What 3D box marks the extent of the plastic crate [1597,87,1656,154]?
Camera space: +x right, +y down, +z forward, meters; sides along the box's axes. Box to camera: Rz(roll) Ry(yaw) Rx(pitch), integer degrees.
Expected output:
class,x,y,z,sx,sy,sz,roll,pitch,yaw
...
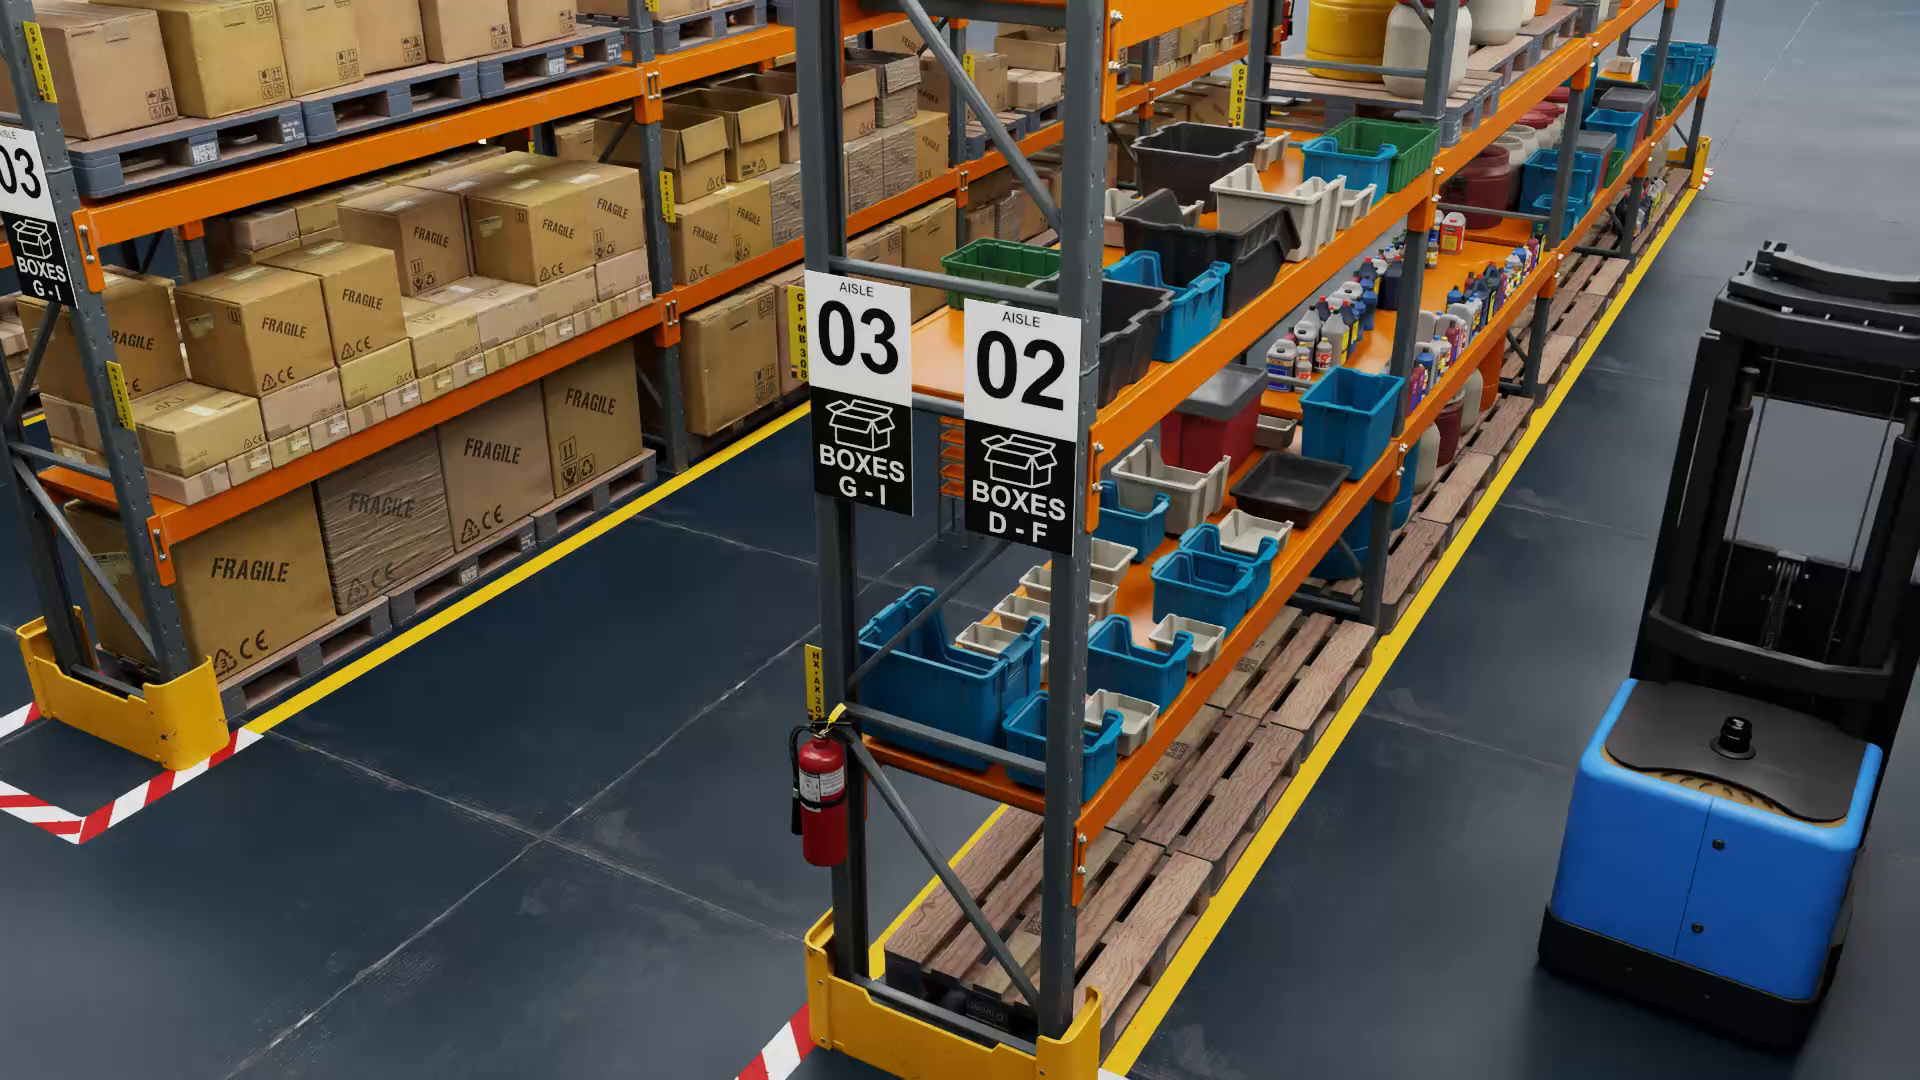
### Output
class,x,y,z,sx,sy,sz,roll,pitch,yaw
plastic crate,5.894,-3.723,14.766,0.402,0.464,0.583,14,30,26

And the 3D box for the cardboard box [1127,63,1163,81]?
class,x,y,z,sx,sy,sz,roll,pitch,yaw
cardboard box,1.921,-4.947,17.562,0.380,0.149,0.250,14,30,26

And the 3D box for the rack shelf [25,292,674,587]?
class,x,y,z,sx,sy,sz,roll,pitch,yaw
rack shelf,-3.366,-0.823,9.846,1.077,0.370,4.000,14,30,26

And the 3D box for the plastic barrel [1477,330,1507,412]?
class,x,y,z,sx,sy,sz,roll,pitch,yaw
plastic barrel,3.672,-1.415,12.181,0.600,0.830,0.708,14,30,26

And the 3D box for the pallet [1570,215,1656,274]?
class,x,y,z,sx,sy,sz,roll,pitch,yaw
pallet,6.232,-2.956,16.420,1.003,0.211,1.213,14,30,26

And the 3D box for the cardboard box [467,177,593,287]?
class,x,y,z,sx,sy,sz,roll,pitch,yaw
cardboard box,-2.625,-1.893,10.177,0.500,0.500,0.500,15,30,27

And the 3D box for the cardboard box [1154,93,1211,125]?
class,x,y,z,sx,sy,sz,roll,pitch,yaw
cardboard box,2.611,-4.950,19.612,0.500,0.500,0.500,17,31,31

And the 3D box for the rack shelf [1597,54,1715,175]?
class,x,y,z,sx,sy,sz,roll,pitch,yaw
rack shelf,6.850,-4.409,17.010,1.077,0.370,4.000,14,30,26

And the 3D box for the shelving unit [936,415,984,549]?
class,x,y,z,sx,sy,sz,roll,pitch,yaw
shelving unit,0.007,-0.542,10.493,0.258,1.200,0.189,14,30,26

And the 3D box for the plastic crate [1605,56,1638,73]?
class,x,y,z,sx,sy,sz,roll,pitch,yaw
plastic crate,7.113,-5.114,17.910,0.298,0.136,0.250,14,30,26

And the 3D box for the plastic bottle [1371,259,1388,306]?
class,x,y,z,sx,sy,sz,roll,pitch,yaw
plastic bottle,2.721,-1.699,10.931,0.152,0.276,0.135,14,30,26

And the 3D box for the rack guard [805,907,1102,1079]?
class,x,y,z,sx,sy,sz,roll,pitch,yaw
rack guard,-0.038,1.856,6.484,1.175,0.500,0.348,14,30,26

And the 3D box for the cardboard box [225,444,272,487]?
class,x,y,z,sx,sy,sz,roll,pitch,yaw
cardboard box,-3.763,-0.419,8.516,0.380,0.149,0.250,14,30,25

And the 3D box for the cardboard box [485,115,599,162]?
class,x,y,z,sx,sy,sz,roll,pitch,yaw
cardboard box,-4.305,-4.014,17.461,1.050,0.750,0.750,14,30,25

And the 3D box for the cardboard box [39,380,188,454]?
class,x,y,z,sx,sy,sz,roll,pitch,yaw
cardboard box,-4.342,-0.678,8.589,0.500,0.250,0.500,14,30,25

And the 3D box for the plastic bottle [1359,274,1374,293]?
class,x,y,z,sx,sy,sz,roll,pitch,yaw
plastic bottle,2.603,-1.572,10.683,0.097,0.271,0.097,0,27,0

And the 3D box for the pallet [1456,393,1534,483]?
class,x,y,z,sx,sy,sz,roll,pitch,yaw
pallet,3.546,-0.829,12.169,1.003,0.211,1.213,14,30,26

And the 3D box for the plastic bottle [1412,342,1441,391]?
class,x,y,z,sx,sy,sz,roll,pitch,yaw
plastic bottle,2.670,-1.017,9.569,0.152,0.276,0.135,14,30,26

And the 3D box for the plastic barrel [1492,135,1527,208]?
class,x,y,z,sx,sy,sz,roll,pitch,yaw
plastic barrel,4.218,-2.890,13.047,0.421,0.512,0.421,0,27,0

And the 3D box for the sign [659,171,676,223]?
class,x,y,z,sx,sy,sz,roll,pitch,yaw
sign,-1.898,-2.225,10.788,0.100,0.325,0.005,14,30,26

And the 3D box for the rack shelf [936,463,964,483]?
class,x,y,z,sx,sy,sz,roll,pitch,yaw
rack shelf,0.007,-0.395,10.566,0.258,0.103,0.180,14,30,26

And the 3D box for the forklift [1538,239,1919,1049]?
class,x,y,z,sx,sy,sz,roll,pitch,yaw
forklift,3.682,0.088,7.299,1.130,2.935,3.031,16,31,29

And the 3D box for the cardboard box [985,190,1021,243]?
class,x,y,z,sx,sy,sz,roll,pitch,yaw
cardboard box,0.160,-3.046,15.785,0.700,0.500,0.500,12,29,22

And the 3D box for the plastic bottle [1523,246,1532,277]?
class,x,y,z,sx,sy,sz,roll,pitch,yaw
plastic bottle,3.884,-1.921,11.458,0.097,0.201,0.097,0,27,0

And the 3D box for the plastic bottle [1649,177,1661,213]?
class,x,y,z,sx,sy,sz,roll,pitch,yaw
plastic bottle,7.018,-3.498,16.855,0.144,0.351,0.185,16,31,28

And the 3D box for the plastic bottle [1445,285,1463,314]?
class,x,y,z,sx,sy,sz,roll,pitch,yaw
plastic bottle,3.110,-1.470,10.480,0.097,0.271,0.097,0,27,0

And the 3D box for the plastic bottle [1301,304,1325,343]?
class,x,y,z,sx,sy,sz,roll,pitch,yaw
plastic bottle,2.097,-1.241,9.934,0.144,0.351,0.185,14,30,26

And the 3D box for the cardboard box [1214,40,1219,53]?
class,x,y,z,sx,sy,sz,roll,pitch,yaw
cardboard box,2.731,-5.642,18.950,0.380,0.149,0.250,14,30,26

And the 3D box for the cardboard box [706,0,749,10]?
class,x,y,z,sx,sy,sz,roll,pitch,yaw
cardboard box,-1.764,-3.821,11.311,0.500,0.311,0.500,13,29,24

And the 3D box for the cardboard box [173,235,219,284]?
class,x,y,z,sx,sy,sz,roll,pitch,yaw
cardboard box,-6.506,-2.469,14.655,0.500,0.500,0.500,14,30,25

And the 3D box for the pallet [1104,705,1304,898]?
class,x,y,z,sx,sy,sz,roll,pitch,yaw
pallet,1.003,1.186,8.144,1.003,0.211,1.213,14,30,26

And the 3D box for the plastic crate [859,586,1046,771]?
class,x,y,z,sx,sy,sz,roll,pitch,yaw
plastic crate,-0.035,0.512,6.271,0.616,0.435,0.499,14,30,26

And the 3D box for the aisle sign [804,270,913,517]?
class,x,y,z,sx,sy,sz,roll,pitch,yaw
aisle sign,-0.328,-0.473,5.440,0.394,0.787,0.004,14,30,26

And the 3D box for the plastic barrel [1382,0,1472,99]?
class,x,y,z,sx,sy,sz,roll,pitch,yaw
plastic barrel,2.407,-2.573,8.567,0.433,0.535,0.433,0,27,0

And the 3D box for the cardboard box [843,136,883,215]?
class,x,y,z,sx,sy,sz,roll,pitch,yaw
cardboard box,-0.944,-2.884,13.049,0.500,0.500,0.500,13,29,24

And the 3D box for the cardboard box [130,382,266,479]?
class,x,y,z,sx,sy,sz,roll,pitch,yaw
cardboard box,-3.879,-0.558,8.350,0.500,0.250,0.500,13,30,25

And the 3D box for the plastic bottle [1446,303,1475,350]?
class,x,y,z,sx,sy,sz,roll,pitch,yaw
plastic bottle,3.059,-1.325,10.185,0.152,0.276,0.135,14,30,26

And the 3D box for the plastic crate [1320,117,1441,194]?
class,x,y,z,sx,sy,sz,roll,pitch,yaw
plastic crate,1.985,-1.848,7.976,0.450,0.188,0.662,14,30,26

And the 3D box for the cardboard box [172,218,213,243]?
class,x,y,z,sx,sy,sz,roll,pitch,yaw
cardboard box,-6.504,-2.807,14.491,0.500,0.250,0.500,13,30,25

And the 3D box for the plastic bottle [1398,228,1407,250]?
class,x,y,z,sx,sy,sz,roll,pitch,yaw
plastic bottle,3.070,-2.020,11.564,0.061,0.283,0.133,14,30,26

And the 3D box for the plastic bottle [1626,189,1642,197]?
class,x,y,z,sx,sy,sz,roll,pitch,yaw
plastic bottle,6.785,-3.415,16.772,0.152,0.276,0.135,14,30,26

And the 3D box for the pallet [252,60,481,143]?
class,x,y,z,sx,sy,sz,roll,pitch,yaw
pallet,-3.395,-2.435,9.012,1.003,0.211,1.213,14,30,26

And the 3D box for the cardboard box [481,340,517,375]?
class,x,y,z,sx,sy,sz,roll,pitch,yaw
cardboard box,-2.879,-1.120,9.916,0.380,0.149,0.250,14,30,25

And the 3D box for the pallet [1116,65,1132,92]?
class,x,y,z,sx,sy,sz,roll,pitch,yaw
pallet,1.051,-4.690,16.982,1.003,0.211,1.213,14,30,26

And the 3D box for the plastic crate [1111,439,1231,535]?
class,x,y,z,sx,sy,sz,roll,pitch,yaw
plastic crate,1.019,-0.252,7.969,0.437,0.282,0.530,14,30,26

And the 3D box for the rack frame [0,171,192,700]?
class,x,y,z,sx,sy,sz,roll,pitch,yaw
rack frame,-4.350,-0.365,8.128,1.000,3.000,0.127,14,30,26

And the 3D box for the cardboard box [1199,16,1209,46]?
class,x,y,z,sx,sy,sz,roll,pitch,yaw
cardboard box,2.264,-5.785,18.512,0.875,0.500,0.500,14,30,26

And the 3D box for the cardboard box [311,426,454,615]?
class,x,y,z,sx,sy,sz,roll,pitch,yaw
cardboard box,-3.657,-0.224,9.751,0.875,0.875,0.875,14,30,26

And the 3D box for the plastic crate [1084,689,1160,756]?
class,x,y,z,sx,sy,sz,roll,pitch,yaw
plastic crate,0.600,0.686,6.255,0.250,0.136,0.298,14,30,26

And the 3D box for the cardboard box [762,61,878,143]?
class,x,y,z,sx,sy,sz,roll,pitch,yaw
cardboard box,-1.111,-3.441,13.041,0.797,0.503,0.637,15,30,27

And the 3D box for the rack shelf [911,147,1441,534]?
class,x,y,z,sx,sy,sz,roll,pitch,yaw
rack shelf,0.946,-1.073,6.996,1.077,0.370,4.000,14,30,26

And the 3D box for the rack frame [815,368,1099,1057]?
class,x,y,z,sx,sy,sz,roll,pitch,yaw
rack frame,-0.038,0.726,5.949,1.000,3.000,0.127,14,30,26

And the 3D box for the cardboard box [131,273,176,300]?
class,x,y,z,sx,sy,sz,roll,pitch,yaw
cardboard box,-6.599,-2.038,13.522,0.380,0.149,0.250,15,30,28

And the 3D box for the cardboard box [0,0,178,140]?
class,x,y,z,sx,sy,sz,roll,pitch,yaw
cardboard box,-4.141,-2.198,7.746,0.700,0.500,0.500,12,29,23

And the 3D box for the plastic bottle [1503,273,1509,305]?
class,x,y,z,sx,sy,sz,roll,pitch,yaw
plastic bottle,3.549,-1.655,10.927,0.097,0.201,0.097,0,27,0

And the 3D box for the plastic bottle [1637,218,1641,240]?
class,x,y,z,sx,sy,sz,roll,pitch,yaw
plastic bottle,6.504,-3.003,16.033,0.097,0.201,0.097,0,27,0

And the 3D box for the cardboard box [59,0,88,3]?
class,x,y,z,sx,sy,sz,roll,pitch,yaw
cardboard box,-6.657,-4.079,12.364,0.500,0.250,0.500,15,30,27
